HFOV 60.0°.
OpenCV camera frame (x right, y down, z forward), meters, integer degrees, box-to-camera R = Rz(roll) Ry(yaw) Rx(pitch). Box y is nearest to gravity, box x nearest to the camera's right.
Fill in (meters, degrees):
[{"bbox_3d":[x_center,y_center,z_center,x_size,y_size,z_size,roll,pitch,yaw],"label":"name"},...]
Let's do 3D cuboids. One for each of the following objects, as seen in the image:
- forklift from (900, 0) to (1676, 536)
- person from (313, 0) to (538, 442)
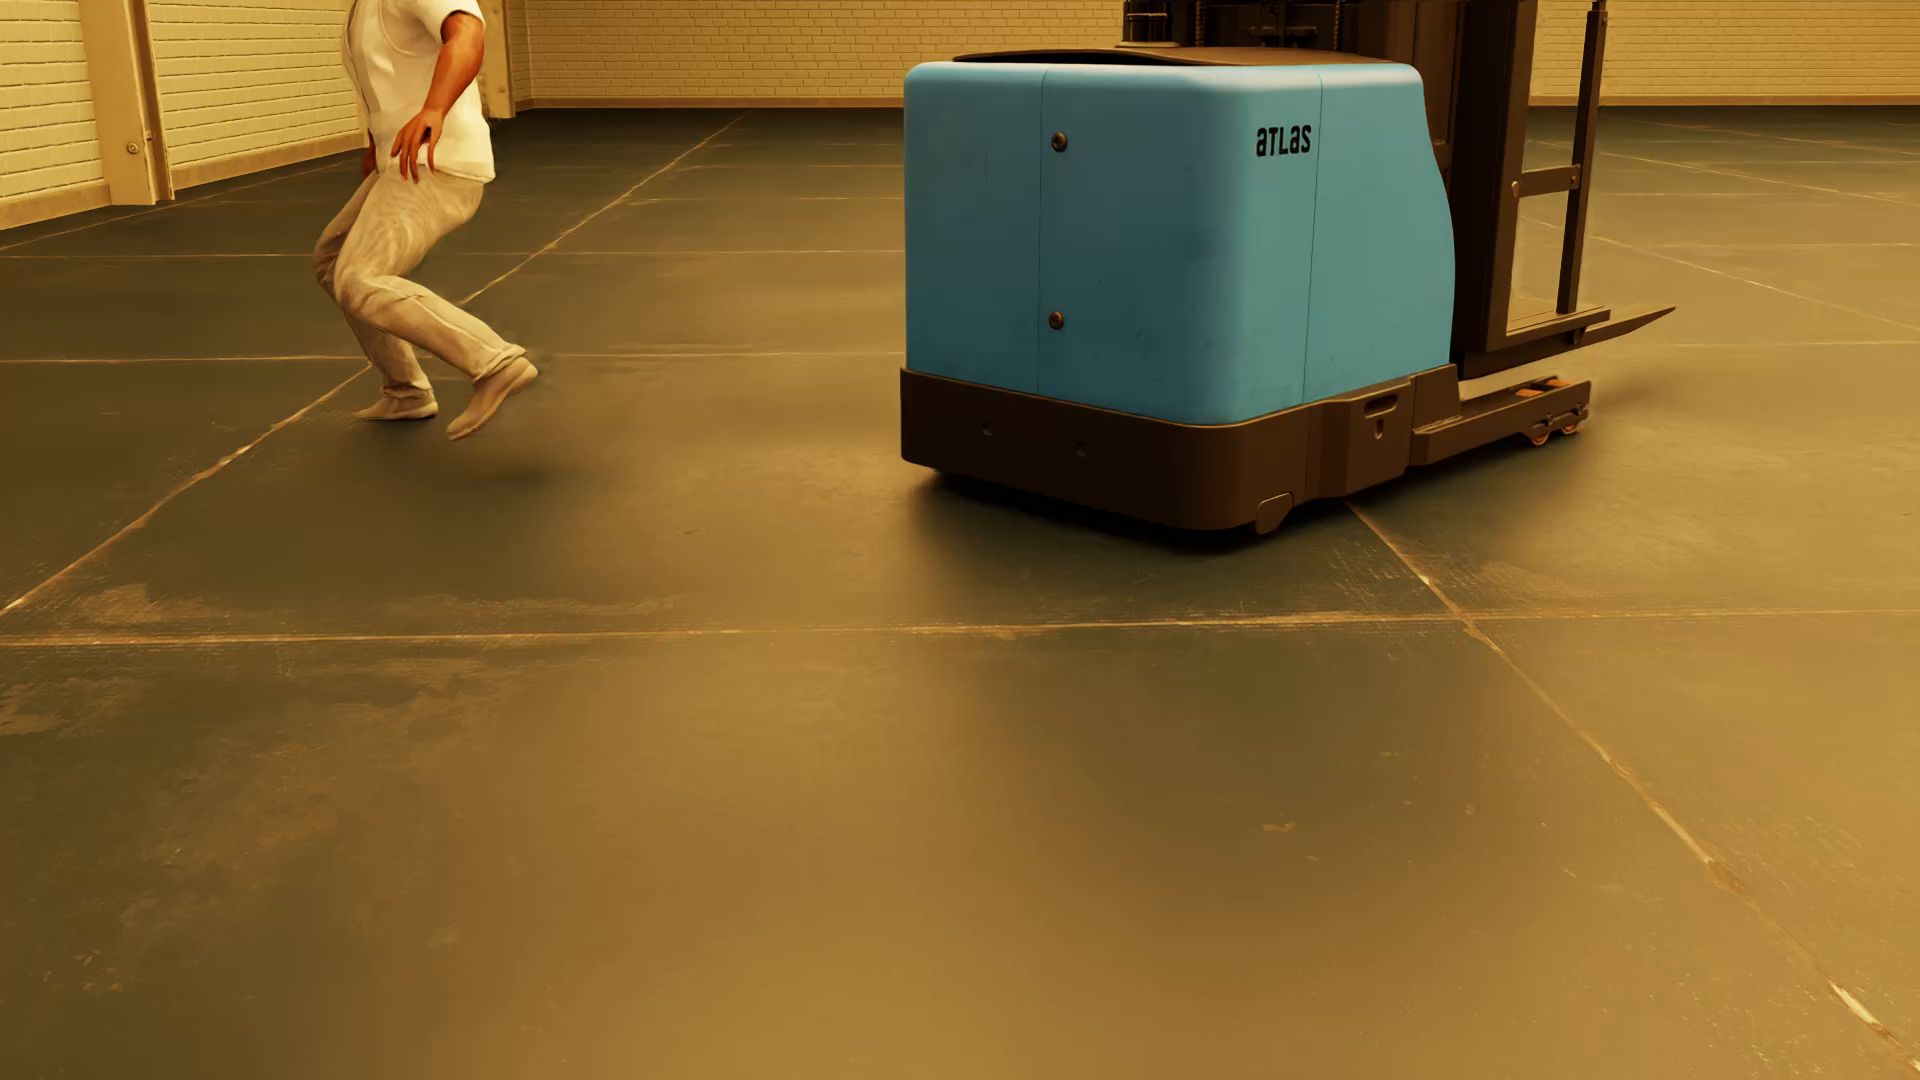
[{"bbox_3d":[1.231,-1.765,4.677,1.130,2.935,3.031,16,23,42],"label":"forklift"},{"bbox_3d":[-1.602,-1.078,4.769,0.510,1.643,1.181,-8,19,-23],"label":"person"}]
